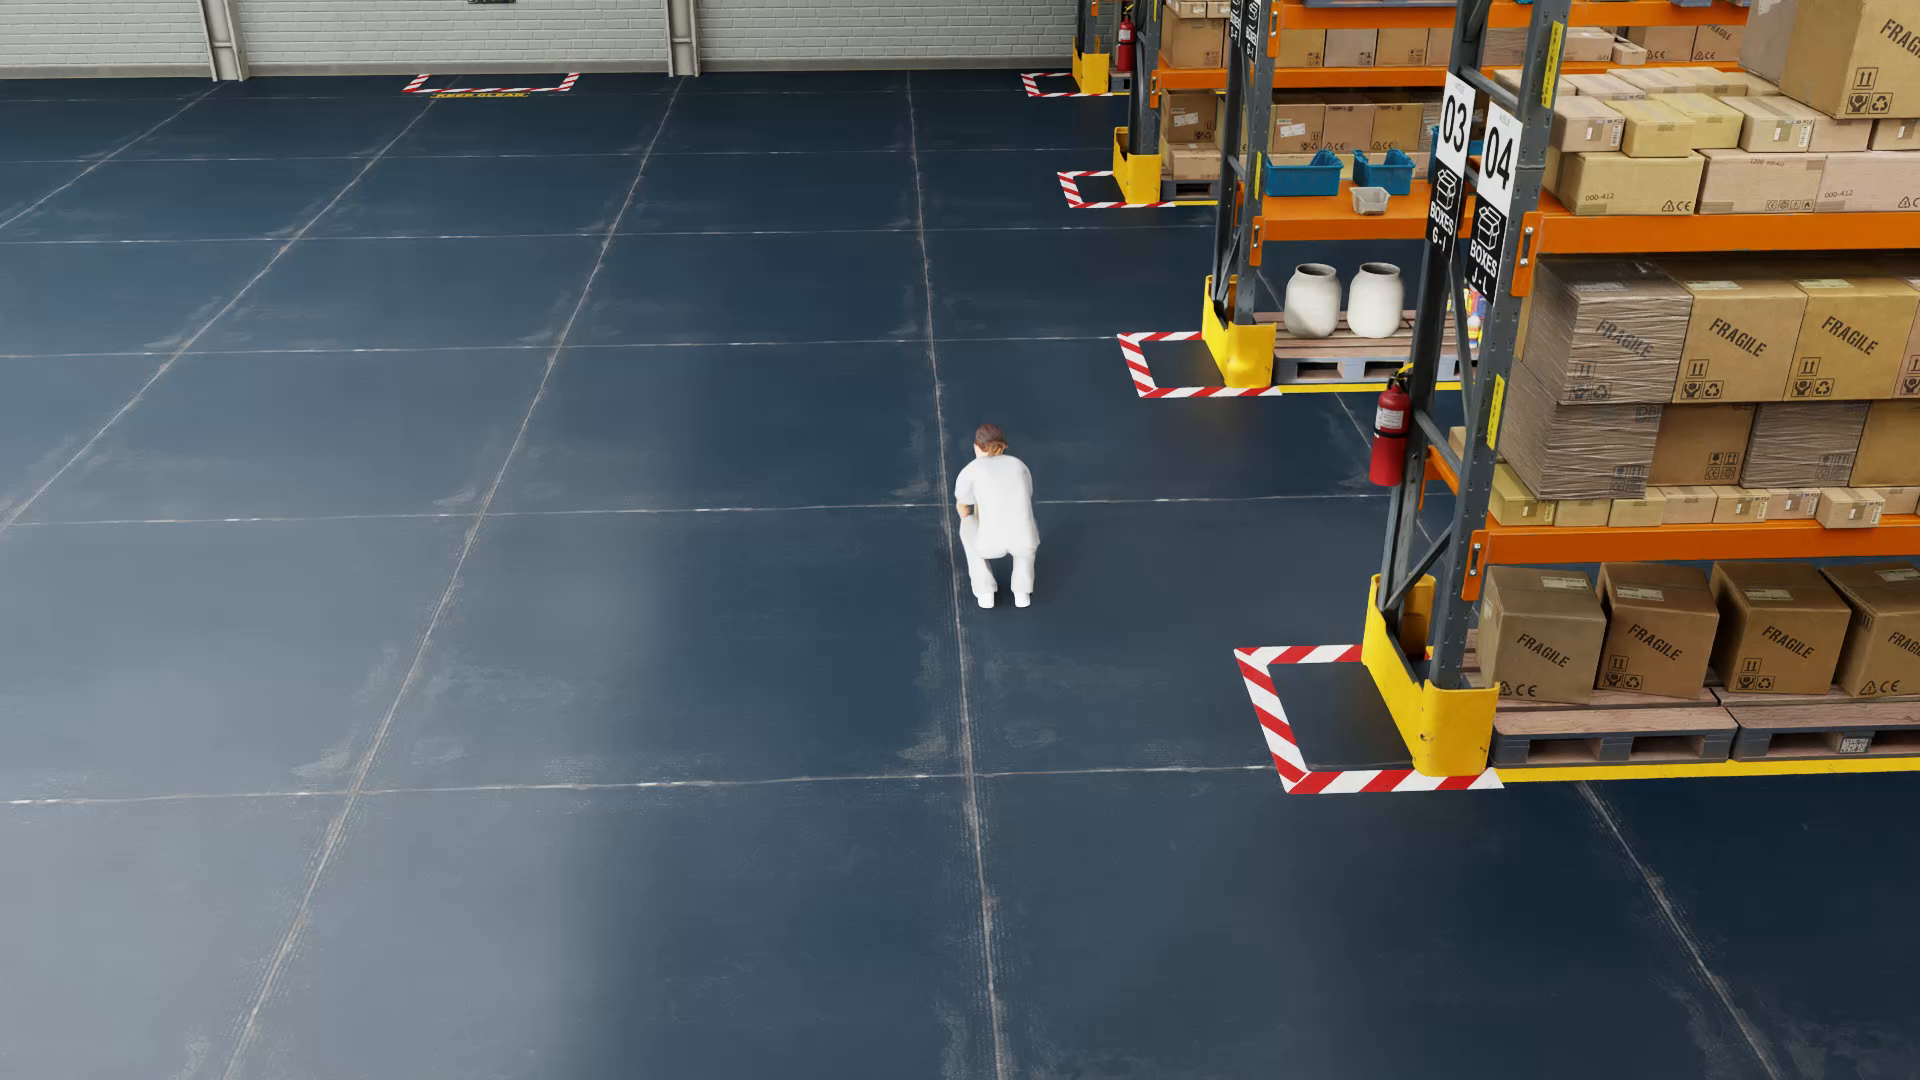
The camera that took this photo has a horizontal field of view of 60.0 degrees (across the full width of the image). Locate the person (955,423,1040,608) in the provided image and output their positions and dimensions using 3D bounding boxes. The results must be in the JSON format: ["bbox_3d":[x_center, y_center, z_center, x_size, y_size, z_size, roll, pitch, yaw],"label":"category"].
[{"bbox_3d":[0.222,-0.140,9.679,0.487,0.946,0.801,-1,28,-3],"label":"person"}]
